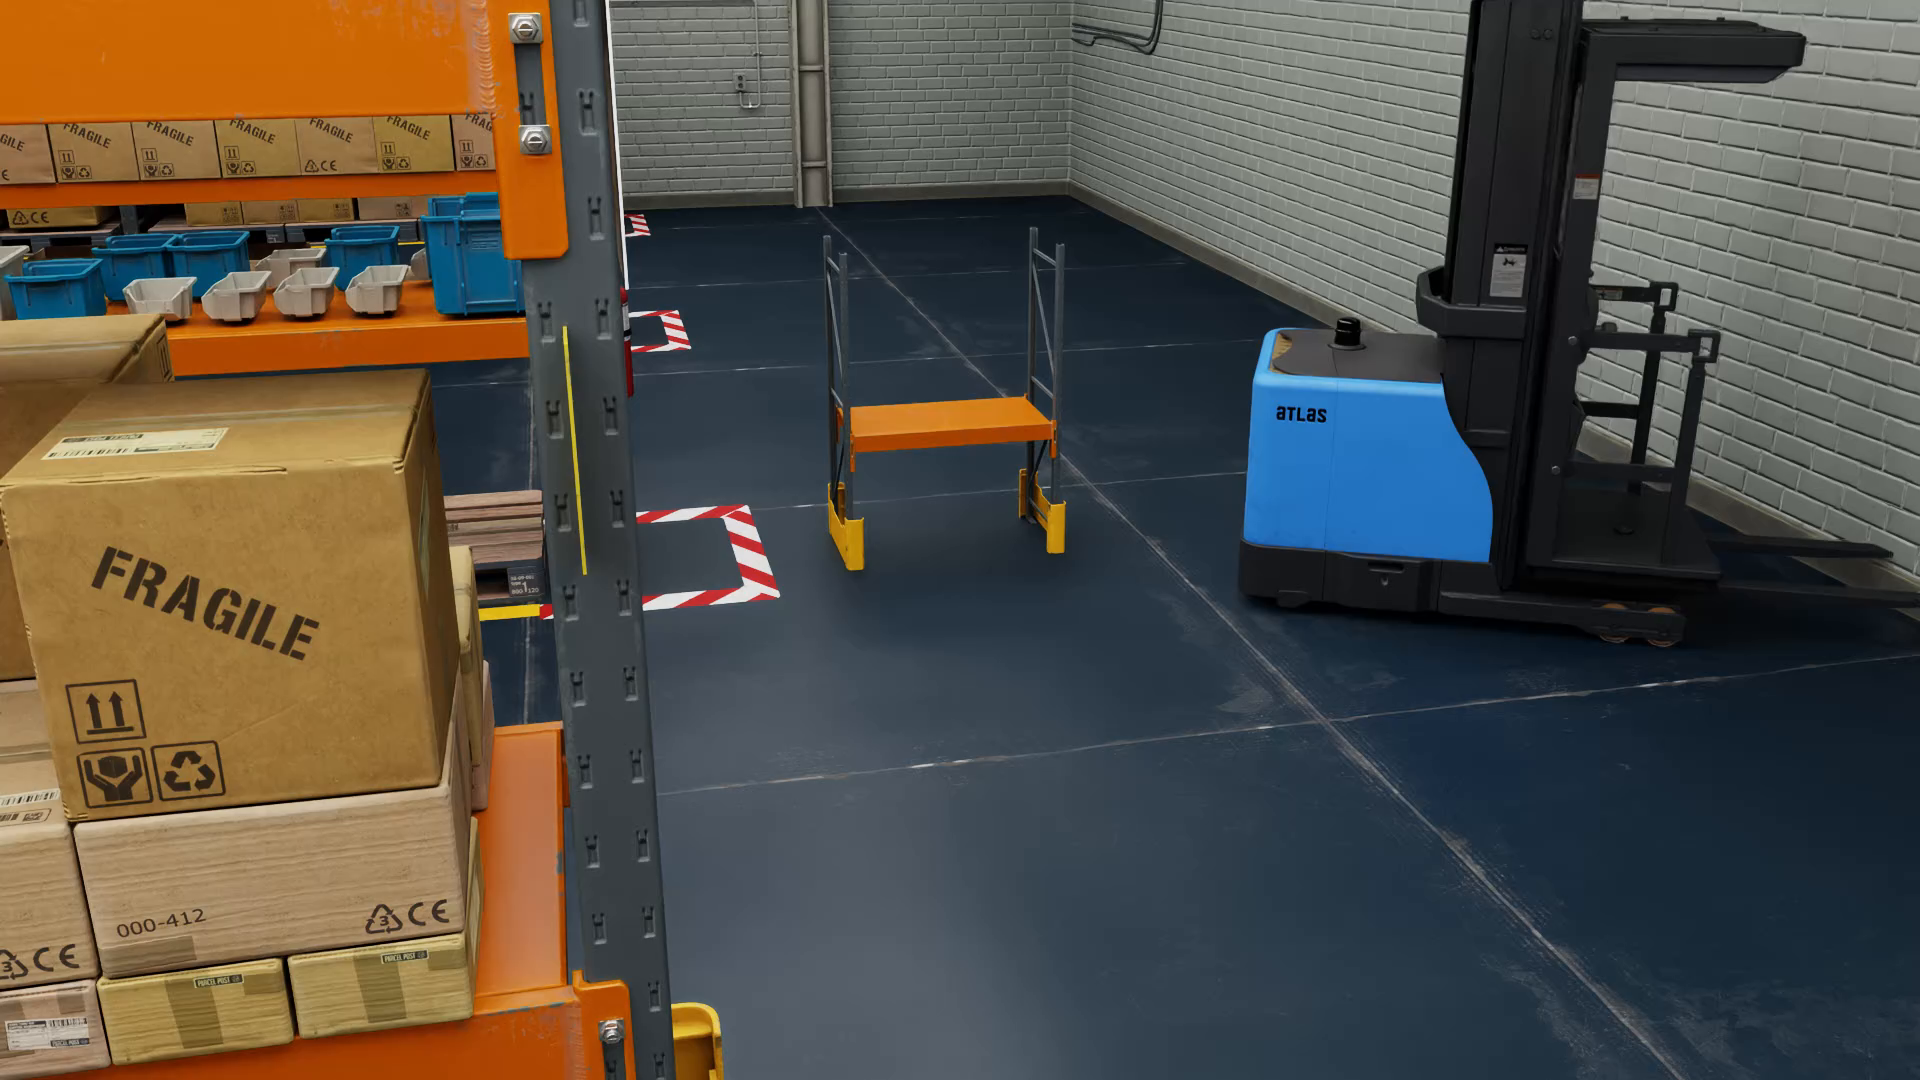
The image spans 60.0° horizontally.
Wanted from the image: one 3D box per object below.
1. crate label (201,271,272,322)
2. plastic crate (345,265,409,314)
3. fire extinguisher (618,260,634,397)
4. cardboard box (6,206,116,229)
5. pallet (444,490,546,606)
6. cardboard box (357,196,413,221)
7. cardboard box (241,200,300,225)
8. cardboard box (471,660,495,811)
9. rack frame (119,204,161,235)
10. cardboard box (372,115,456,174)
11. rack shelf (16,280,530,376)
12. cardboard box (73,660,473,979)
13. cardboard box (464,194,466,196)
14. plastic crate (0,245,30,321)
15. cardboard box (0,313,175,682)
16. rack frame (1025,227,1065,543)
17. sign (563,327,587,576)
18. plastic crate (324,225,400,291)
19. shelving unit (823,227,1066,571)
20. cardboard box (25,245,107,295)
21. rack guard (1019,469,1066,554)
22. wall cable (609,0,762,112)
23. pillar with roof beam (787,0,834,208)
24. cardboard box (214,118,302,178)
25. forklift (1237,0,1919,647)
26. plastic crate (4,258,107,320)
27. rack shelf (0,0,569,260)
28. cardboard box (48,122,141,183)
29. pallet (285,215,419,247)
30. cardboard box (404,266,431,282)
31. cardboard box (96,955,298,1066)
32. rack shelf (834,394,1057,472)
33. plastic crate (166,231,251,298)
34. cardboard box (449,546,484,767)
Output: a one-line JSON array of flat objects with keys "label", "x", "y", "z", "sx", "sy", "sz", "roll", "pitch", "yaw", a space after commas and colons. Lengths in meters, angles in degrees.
[{"label": "crate label", "x": -3.075, "y": -1.036, "z": 7.079, "sx": 0.243, "sy": 0.136, "sz": 0.396, "roll": -5, "pitch": 21, "yaw": -12}, {"label": "plastic crate", "x": -2.525, "y": -1.085, "z": 7.211, "sx": 0.243, "sy": 0.136, "sz": 0.396, "roll": -5, "pitch": 21, "yaw": -12}, {"label": "fire extinguisher", "x": -1.521, "y": -0.954, "z": 7.212, "sx": 0.183, "sy": 0.674, "sz": 0.296, "roll": -5, "pitch": 21, "yaw": -12}, {"label": "cardboard box", "x": -8.548, "y": -3.398, "z": 15.744, "sx": 0.750, "sy": 0.750, "sz": 0.750, "roll": -4, "pitch": 21, "yaw": -12}, {"label": "pallet", "x": -2.584, "y": 0.056, "z": 7.854, "sx": 1.213, "sy": 0.211, "sz": 1.003, "roll": -5, "pitch": 21, "yaw": -12}, {"label": "cardboard box", "x": -5.687, "y": -3.477, "z": 16.468, "sx": 0.500, "sy": 0.500, "sz": 0.700, "roll": -5, "pitch": 21, "yaw": -14}, {"label": "cardboard box", "x": -6.704, "y": -3.392, "z": 16.237, "sx": 0.500, "sy": 0.500, "sz": 0.700, "roll": -5, "pitch": 21, "yaw": -13}, {"label": "cardboard box", "x": -1.054, "y": 0.388, "z": 3.259, "sx": 0.250, "sy": 0.149, "sz": 0.380, "roll": -4, "pitch": 21, "yaw": -12}, {"label": "rack frame", "x": -7.945, "y": -4.305, "z": 15.706, "sx": 0.127, "sy": 3.000, "sz": 1.000, "roll": -5, "pitch": 21, "yaw": -12}, {"label": "cardboard box", "x": -3.786, "y": -2.842, "z": 11.566, "sx": 0.500, "sy": 0.500, "sz": 0.500, "roll": -4, "pitch": 21, "yaw": -12}, {"label": "rack shelf", "x": -3.719, "y": -0.809, "z": 7.209, "sx": 4.000, "sy": 0.370, "sz": 1.077, "roll": -5, "pitch": 21, "yaw": -12}, {"label": "cardboard box", "x": -1.044, "y": 0.410, "z": 2.619, "sx": 0.500, "sy": 0.250, "sz": 0.500, "roll": -5, "pitch": 21, "yaw": -13}, {"label": "cardboard box", "x": -4.711, "y": -3.556, "z": 16.685, "sx": 0.500, "sy": 0.500, "sz": 0.700, "roll": -5, "pitch": 21, "yaw": -12}, {"label": "plastic crate", "x": -4.137, "y": -1.021, "z": 6.825, "sx": 0.530, "sy": 0.282, "sz": 0.437, "roll": -5, "pitch": 21, "yaw": -12}, {"label": "cardboard box", "x": -1.649, "y": -0.082, "z": 2.872, "sx": 0.500, "sy": 0.500, "sz": 0.500, "roll": -5, "pitch": 21, "yaw": -14}, {"label": "rack frame", "x": 0.412, "y": -0.738, "z": 8.148, "sx": 0.032, "sy": 1.500, "sz": 0.500, "roll": -5, "pitch": 21, "yaw": -12}, {"label": "sign", "x": -0.522, "y": -0.120, "z": 2.253, "sx": 0.005, "sy": 0.325, "sz": 0.100, "roll": -5, "pitch": 21, "yaw": -12}, {"label": "plastic crate", "x": -2.729, "y": -1.294, "z": 7.641, "sx": 0.300, "sy": 0.233, "sz": 0.416, "roll": -5, "pitch": 21, "yaw": -12}, {"label": "shelving unit", "x": -0.074, "y": -0.698, "z": 8.040, "sx": 1.083, "sy": 1.500, "sz": 0.587, "roll": -5, "pitch": 21, "yaw": -12}, {"label": "cardboard box", "x": -6.312, "y": -1.820, "z": 11.917, "sx": 0.500, "sy": 0.500, "sz": 0.500, "roll": -5, "pitch": 21, "yaw": -12}, {"label": "rack guard", "x": 0.410, "y": -0.151, "z": 8.363, "sx": 0.087, "sy": 0.250, "sz": 0.587, "roll": -5, "pitch": 21, "yaw": -12}, {"label": "wall cable", "x": -3.024, "y": -5.517, "z": 17.537, "sx": 1.851, "sy": 1.984, "sz": 0.084, "roll": -5, "pitch": 21, "yaw": -12}, {"label": "pillar with roof beam", "x": -0.633, "y": -6.501, "z": 12.978, "sx": 0.400, "sy": 9.000, "sz": 9.100, "roll": -5, "pitch": 21, "yaw": -12}, {"label": "cardboard box", "x": -4.763, "y": -2.764, "z": 11.355, "sx": 0.500, "sy": 0.500, "sz": 0.500, "roll": -5, "pitch": 21, "yaw": -13}, {"label": "forklift", "x": 2.827, "y": -1.122, "z": 7.117, "sx": 3.031, "sy": 2.935, "sz": 1.130, "roll": 5, "pitch": 21, "yaw": 12}, {"label": "plastic crate", "x": -3.712, "y": -1.007, "z": 6.858, "sx": 0.300, "sy": 0.233, "sz": 0.416, "roll": -5, "pitch": 21, "yaw": -12}, {"label": "rack shelf", "x": -2.579, "y": -0.560, "z": 2.167, "sx": 4.000, "sy": 0.370, "sz": 1.077, "roll": -5, "pitch": 21, "yaw": -12}, {"label": "cardboard box", "x": -5.745, "y": -2.685, "z": 11.138, "sx": 0.500, "sy": 0.500, "sz": 0.500, "roll": -4, "pitch": 21, "yaw": -12}, {"label": "pallet", "x": -5.998, "y": -3.127, "z": 16.545, "sx": 1.213, "sy": 0.211, "sz": 1.003, "roll": -5, "pitch": 21, "yaw": -12}, {"label": "cardboard box", "x": -3.990, "y": -1.892, "z": 12.475, "sx": 0.500, "sy": 0.250, "sz": 0.500, "roll": -5, "pitch": 21, "yaw": -12}, {"label": "cardboard box", "x": -1.156, "y": 0.630, "z": 2.599, "sx": 0.250, "sy": 0.149, "sz": 0.380, "roll": -4, "pitch": 21, "yaw": -12}, {"label": "rack shelf", "x": -0.083, "y": -0.529, "z": 8.100, "sx": 1.000, "sy": 0.185, "sz": 0.538, "roll": -5, "pitch": 21, "yaw": -12}, {"label": "plastic crate", "x": -3.370, "y": -1.241, "z": 7.499, "sx": 0.300, "sy": 0.233, "sz": 0.416, "roll": -5, "pitch": 21, "yaw": -12}, {"label": "cardboard box", "x": -1.162, "y": 0.231, "z": 3.109, "sx": 0.500, "sy": 0.250, "sz": 0.500, "roll": -5, "pitch": 21, "yaw": -14}]
